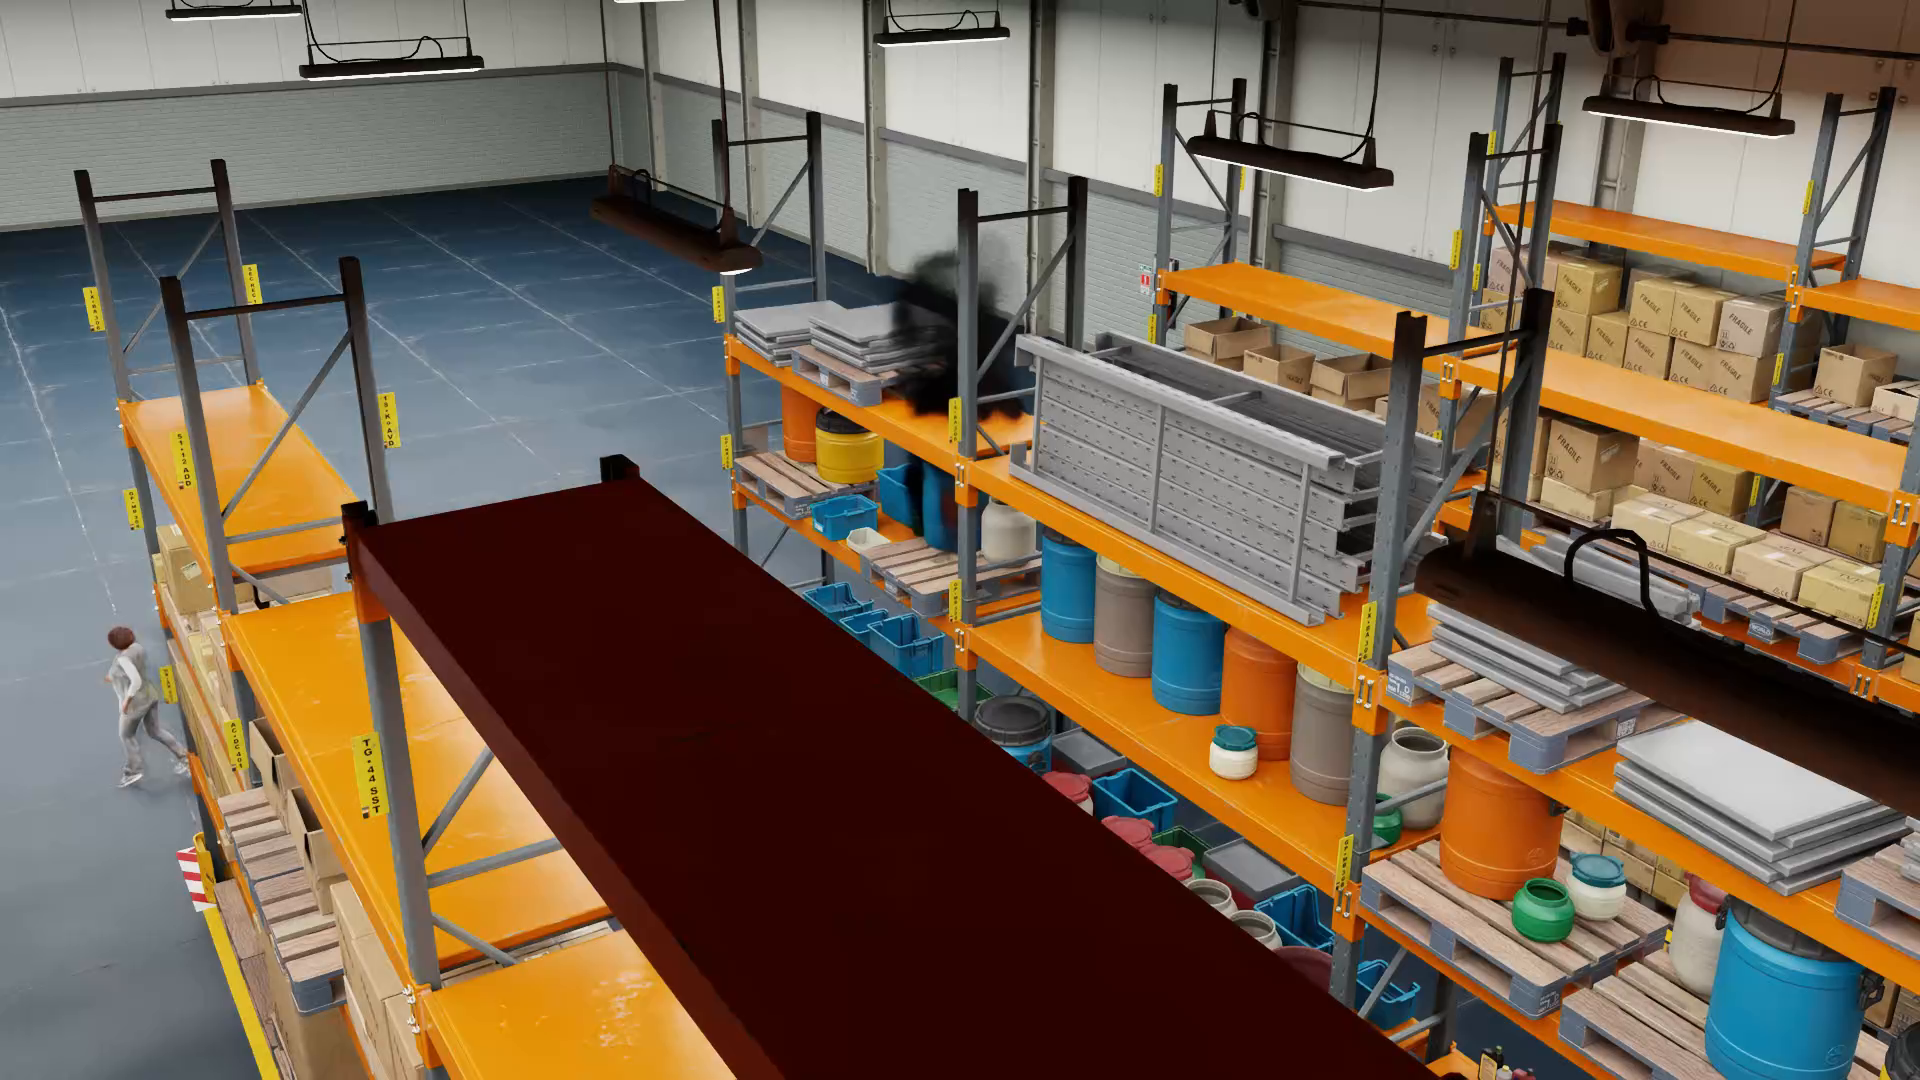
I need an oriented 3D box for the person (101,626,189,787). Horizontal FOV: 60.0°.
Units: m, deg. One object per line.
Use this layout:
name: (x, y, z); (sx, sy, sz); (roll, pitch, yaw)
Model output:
person: (-7.570, 1.545, 15.393); (0.748, 1.638, 0.558); (1, 22, 2)
